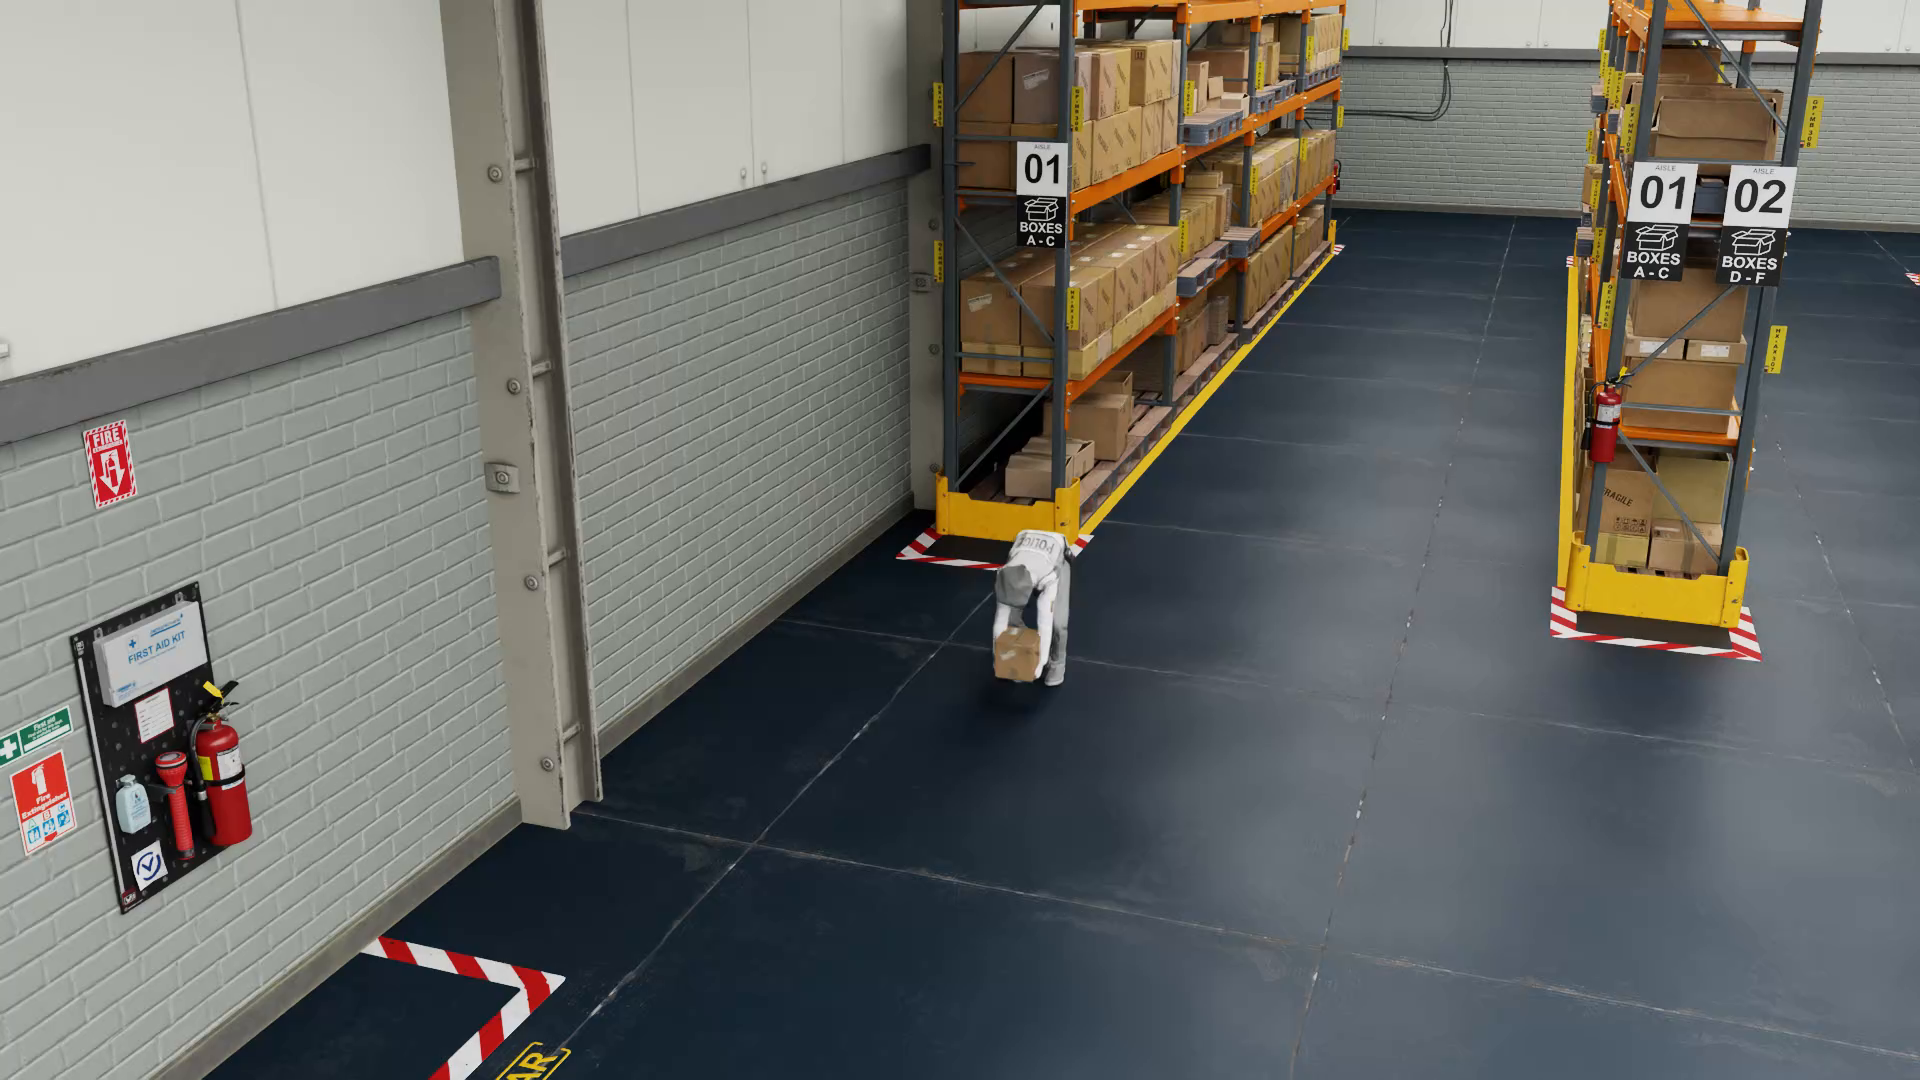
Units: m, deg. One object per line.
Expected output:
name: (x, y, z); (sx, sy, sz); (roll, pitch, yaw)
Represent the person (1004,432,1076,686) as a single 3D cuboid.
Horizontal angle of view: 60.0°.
person: (0.505, 0.129, 10.658); (0.416, 1.688, 0.526); (6, 20, 17)
